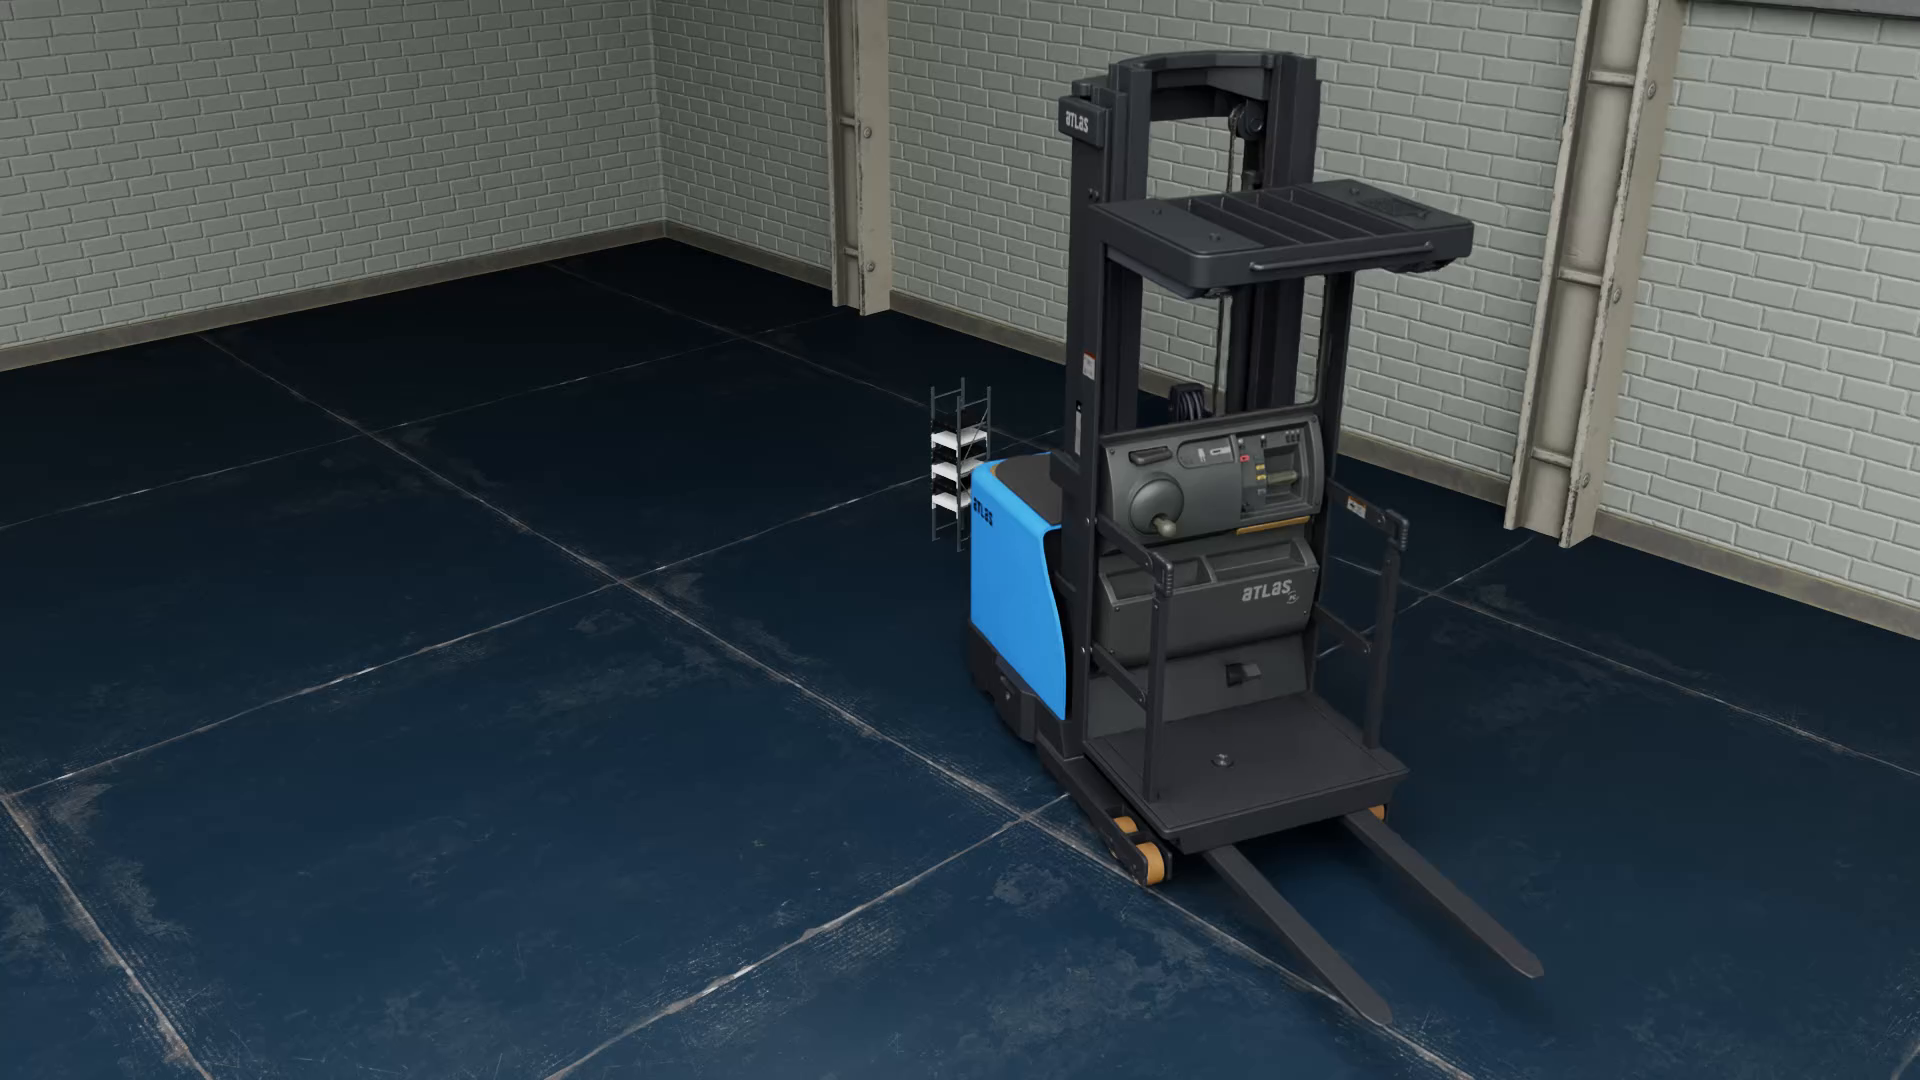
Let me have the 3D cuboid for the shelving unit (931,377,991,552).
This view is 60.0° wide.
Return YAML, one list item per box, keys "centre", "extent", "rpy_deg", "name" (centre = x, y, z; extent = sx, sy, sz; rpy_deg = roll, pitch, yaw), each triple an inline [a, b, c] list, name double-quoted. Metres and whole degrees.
- centre: [0.006, -0.407, 9.058]
  extent: [0.258, 0.900, 0.210]
  rpy_deg: [-21, 32, -38]
  name: "shelving unit"

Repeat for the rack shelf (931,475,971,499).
- centre: [0.006, -0.295, 9.109]
  extent: [0.258, 0.077, 0.200]
  rpy_deg: [-21, 32, -38]
  name: "rack shelf"

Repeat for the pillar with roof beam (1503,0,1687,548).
- centre: [0.175, -2.929, 4.828]
  extent: [9.100, 9.000, 0.400]
  rpy_deg: [-21, 32, -38]
  name: "pillar with roof beam"

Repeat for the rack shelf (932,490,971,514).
- centre: [0.006, -0.213, 9.146]
  extent: [0.258, 0.077, 0.200]
  rpy_deg: [-21, 32, -38]
  name: "rack shelf"

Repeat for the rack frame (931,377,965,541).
- centre: [-0.064, -0.438, 9.125]
  extent: [0.240, 0.900, 0.006]
  rpy_deg: [-21, 32, -38]
  name: "rack frame"

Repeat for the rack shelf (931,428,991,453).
- centre: [0.006, -0.540, 8.997]
  extent: [0.258, 0.077, 0.200]
  rpy_deg: [-21, 32, -38]
  name: "rack shelf"

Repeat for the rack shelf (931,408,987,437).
- centre: [0.006, -0.622, 8.960]
  extent: [0.258, 0.077, 0.200]
  rpy_deg: [-21, 32, -38]
  name: "rack shelf"

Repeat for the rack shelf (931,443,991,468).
- centre: [0.006, -0.459, 9.034]
  extent: [0.258, 0.077, 0.200]
  rpy_deg: [-21, 32, -38]
  name: "rack shelf"

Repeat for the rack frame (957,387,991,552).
- centre: [0.075, -0.376, 8.990]
  extent: [0.240, 0.900, 0.006]
  rpy_deg: [-21, 32, -38]
  name: "rack frame"

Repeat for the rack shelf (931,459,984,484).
- centre: [0.006, -0.377, 9.072]
  extent: [0.258, 0.077, 0.200]
  rpy_deg: [-21, 32, -38]
  name: "rack shelf"

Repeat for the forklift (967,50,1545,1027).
- centre: [1.066, -0.212, 6.182]
  extent: [1.130, 2.935, 3.031]
  rpy_deg: [-10, 26, -20]
  name: "forklift"

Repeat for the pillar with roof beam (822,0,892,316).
- centre: [-3.926, -4.747, 8.813]
  extent: [9.100, 9.000, 0.400]
  rpy_deg: [-21, 32, -38]
  name: "pillar with roof beam"
